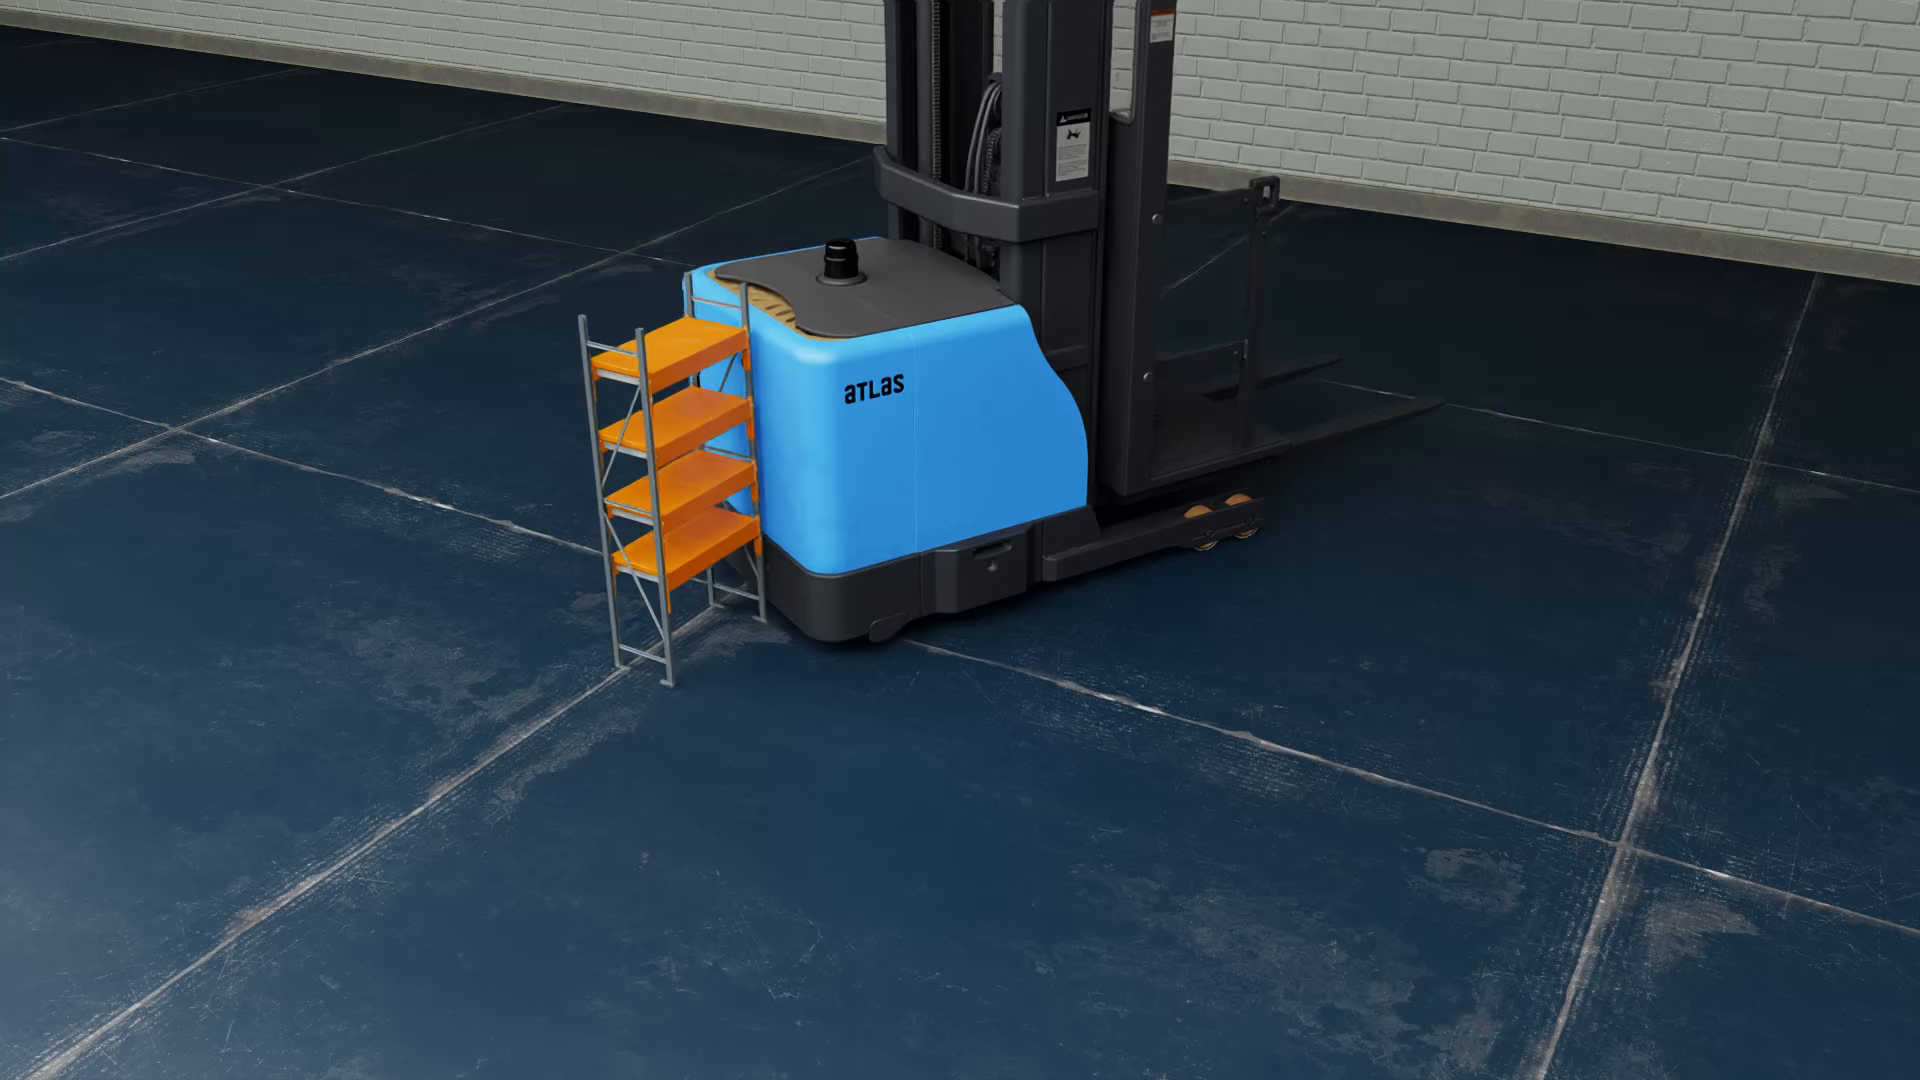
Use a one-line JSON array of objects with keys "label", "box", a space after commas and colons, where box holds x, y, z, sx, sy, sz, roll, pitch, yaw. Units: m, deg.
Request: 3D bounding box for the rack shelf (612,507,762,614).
[{"label": "rack shelf", "box": [-0.892, 0.047, 5.410, 0.258, 0.148, 0.480, 15, 30, 27]}]

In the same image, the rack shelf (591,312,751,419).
[{"label": "rack shelf", "box": [-0.892, -0.542, 5.115, 0.258, 0.148, 0.480, 15, 30, 27]}]

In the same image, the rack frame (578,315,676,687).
[{"label": "rack frame", "box": [-1.016, -0.097, 5.104, 0.240, 1.200, 0.015, 15, 30, 27]}]

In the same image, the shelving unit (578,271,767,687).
[{"label": "shelving unit", "box": [-0.892, -0.191, 5.291, 0.258, 1.200, 0.503, 15, 30, 27]}]

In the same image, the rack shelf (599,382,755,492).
[{"label": "rack shelf", "box": [-0.892, -0.331, 5.221, 0.258, 0.148, 0.480, 15, 30, 27]}]

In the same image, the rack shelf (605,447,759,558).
[{"label": "rack shelf", "box": [-0.892, -0.131, 5.321, 0.258, 0.148, 0.480, 15, 30, 27]}]

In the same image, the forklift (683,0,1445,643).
[{"label": "forklift", "box": [0.555, -1.454, 5.880, 3.031, 2.935, 1.130, -16, 31, -28]}]

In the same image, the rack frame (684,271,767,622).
[{"label": "rack frame", "box": [-0.767, -0.285, 5.479, 0.240, 1.200, 0.015, 15, 30, 27]}]
